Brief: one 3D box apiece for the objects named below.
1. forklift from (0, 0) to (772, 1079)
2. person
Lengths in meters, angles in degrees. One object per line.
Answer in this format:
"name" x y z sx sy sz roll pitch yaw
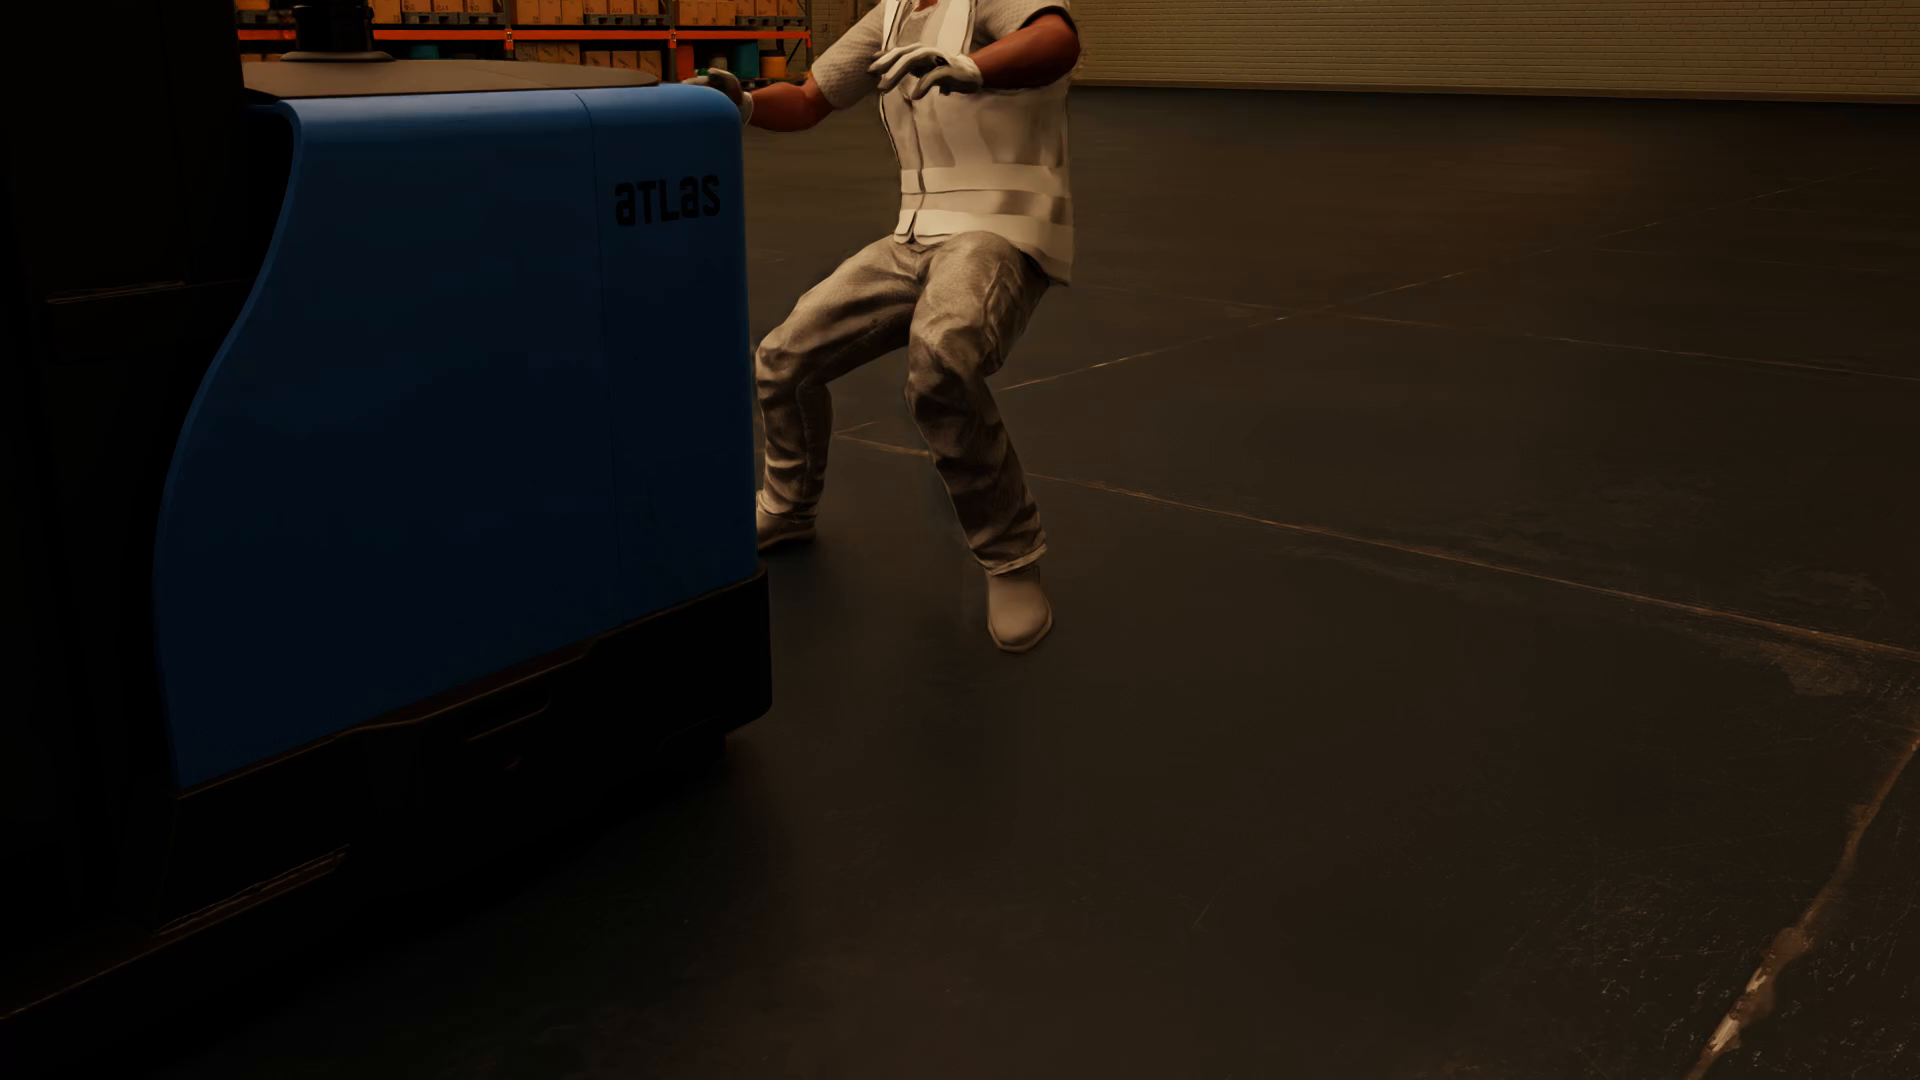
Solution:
"forklift" -1.578 -0.794 1.513 1.130 2.935 3.031 12 20 34
"person" -0.146 -0.623 3.343 0.761 1.547 1.082 -9 19 -28
